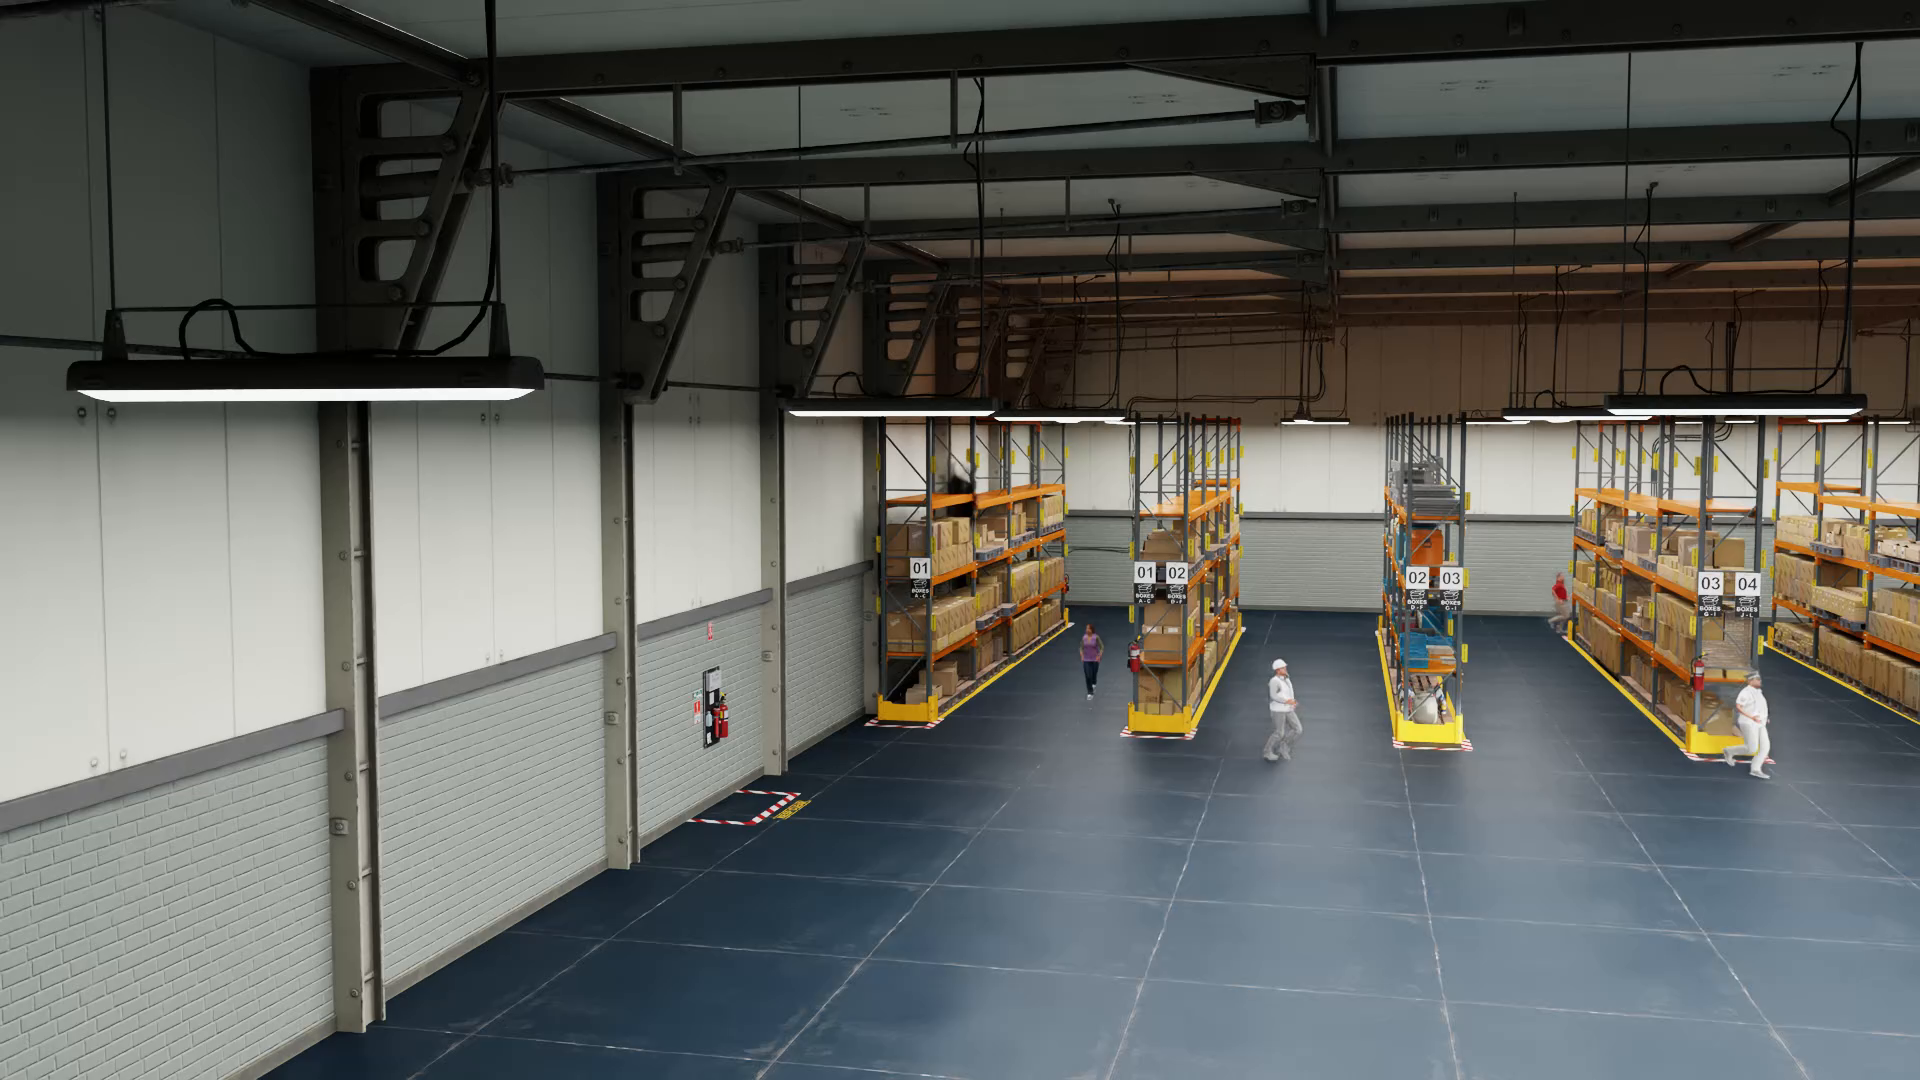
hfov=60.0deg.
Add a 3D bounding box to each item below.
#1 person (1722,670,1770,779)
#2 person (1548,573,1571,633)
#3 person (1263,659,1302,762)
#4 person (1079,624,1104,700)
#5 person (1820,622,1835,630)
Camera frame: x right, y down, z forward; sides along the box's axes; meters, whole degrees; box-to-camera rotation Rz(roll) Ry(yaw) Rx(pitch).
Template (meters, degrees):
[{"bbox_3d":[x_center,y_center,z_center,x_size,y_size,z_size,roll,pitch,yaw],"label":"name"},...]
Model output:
[{"bbox_3d":[13.020,3.013,27.397,0.670,1.762,0.764,-3,5,-36],"label":"person"},{"bbox_3d":[16.676,1.757,46.233,0.605,1.677,0.675,2,4,22],"label":"person"},{"bbox_3d":[5.522,2.923,28.484,0.667,1.770,0.659,3,5,42],"label":"person"},{"bbox_3d":[2.720,2.511,34.461,0.537,1.568,0.506,1,4,17],"label":"person"},{"bbox_3d":[23.038,1.918,44.090,0.672,1.645,0.690,-2,4,-28],"label":"person"}]
